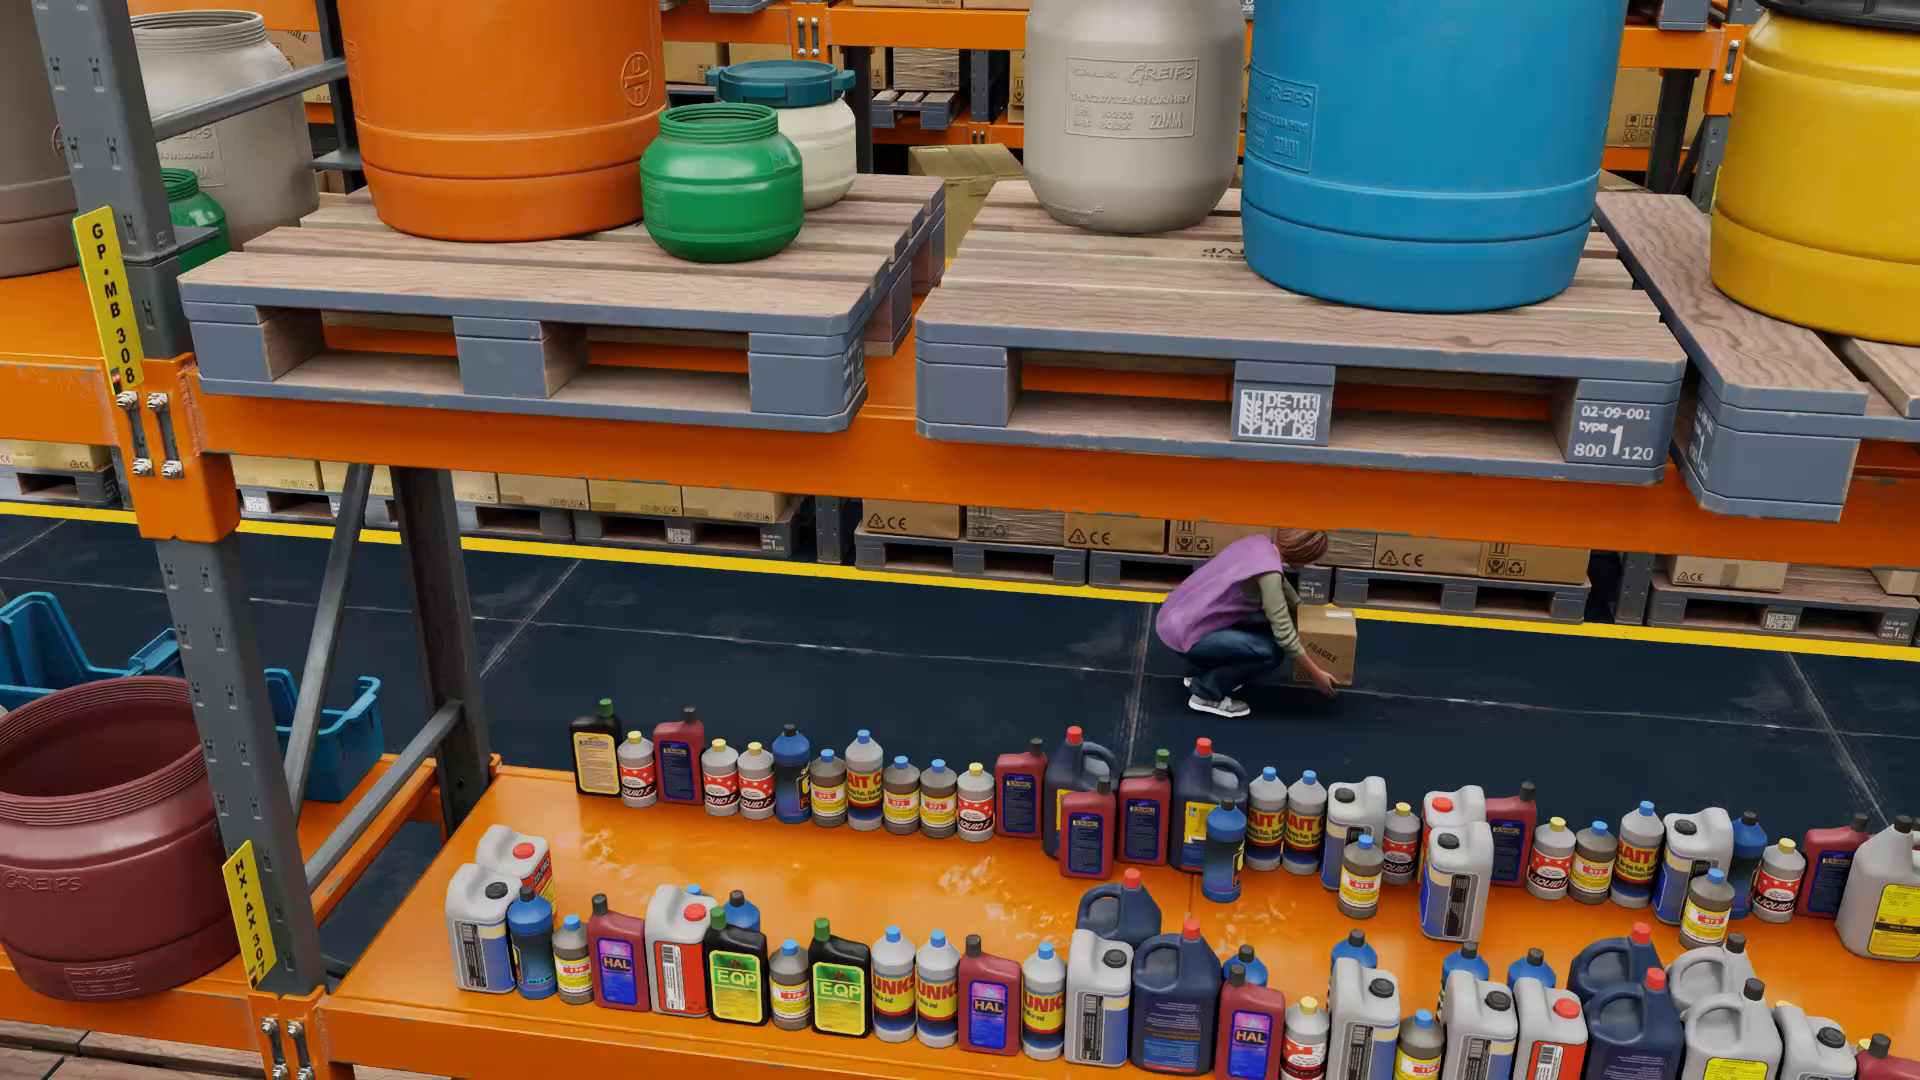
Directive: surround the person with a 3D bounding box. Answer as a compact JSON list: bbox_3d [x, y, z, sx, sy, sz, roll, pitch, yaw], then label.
[{"bbox_3d":[1.264,0.326,7.260,0.810,0.899,0.448,4,26,8],"label":"person"}]
